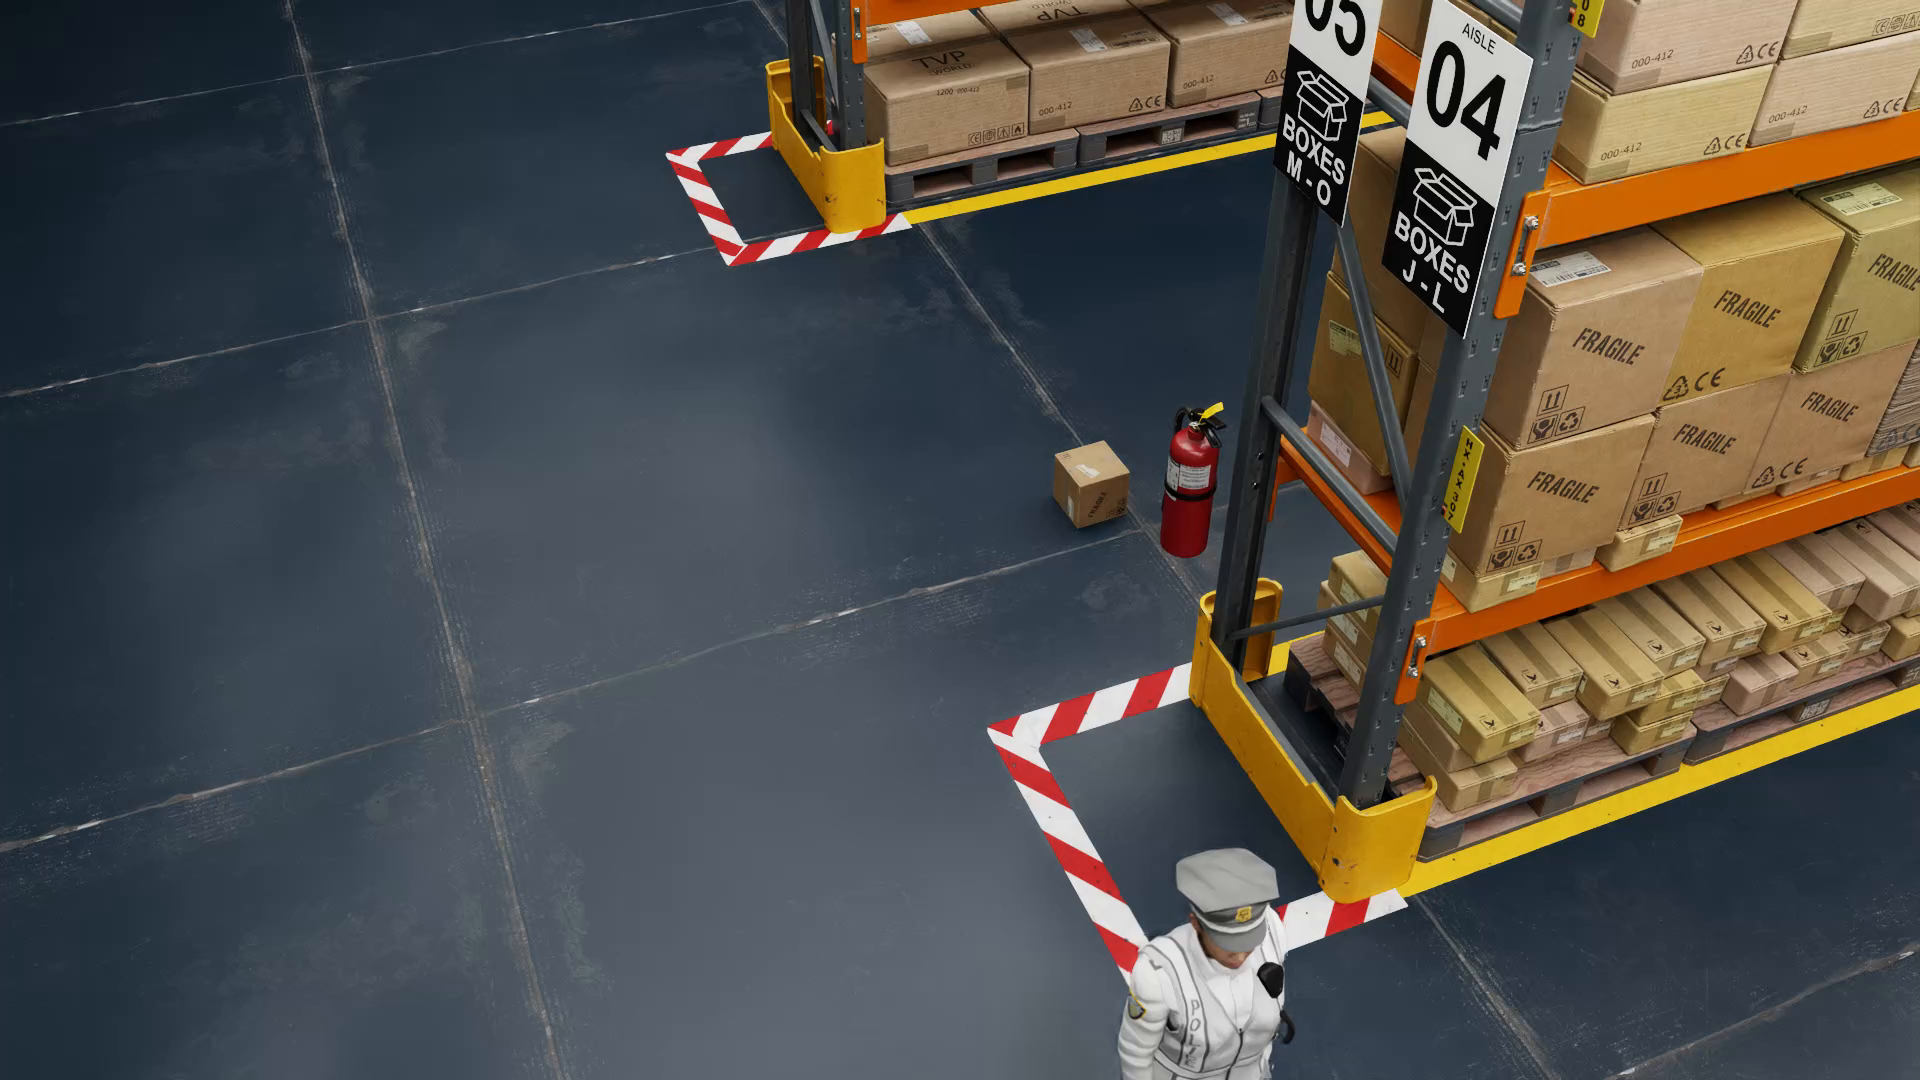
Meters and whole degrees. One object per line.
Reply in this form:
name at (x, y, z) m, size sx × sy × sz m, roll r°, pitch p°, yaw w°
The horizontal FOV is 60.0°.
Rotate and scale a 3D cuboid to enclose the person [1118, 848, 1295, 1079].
person at (0.663, 1.438, 4.507) m, size 0.507 × 1.679 × 0.433 m, roll -16°, pitch 45°, yaw -17°
